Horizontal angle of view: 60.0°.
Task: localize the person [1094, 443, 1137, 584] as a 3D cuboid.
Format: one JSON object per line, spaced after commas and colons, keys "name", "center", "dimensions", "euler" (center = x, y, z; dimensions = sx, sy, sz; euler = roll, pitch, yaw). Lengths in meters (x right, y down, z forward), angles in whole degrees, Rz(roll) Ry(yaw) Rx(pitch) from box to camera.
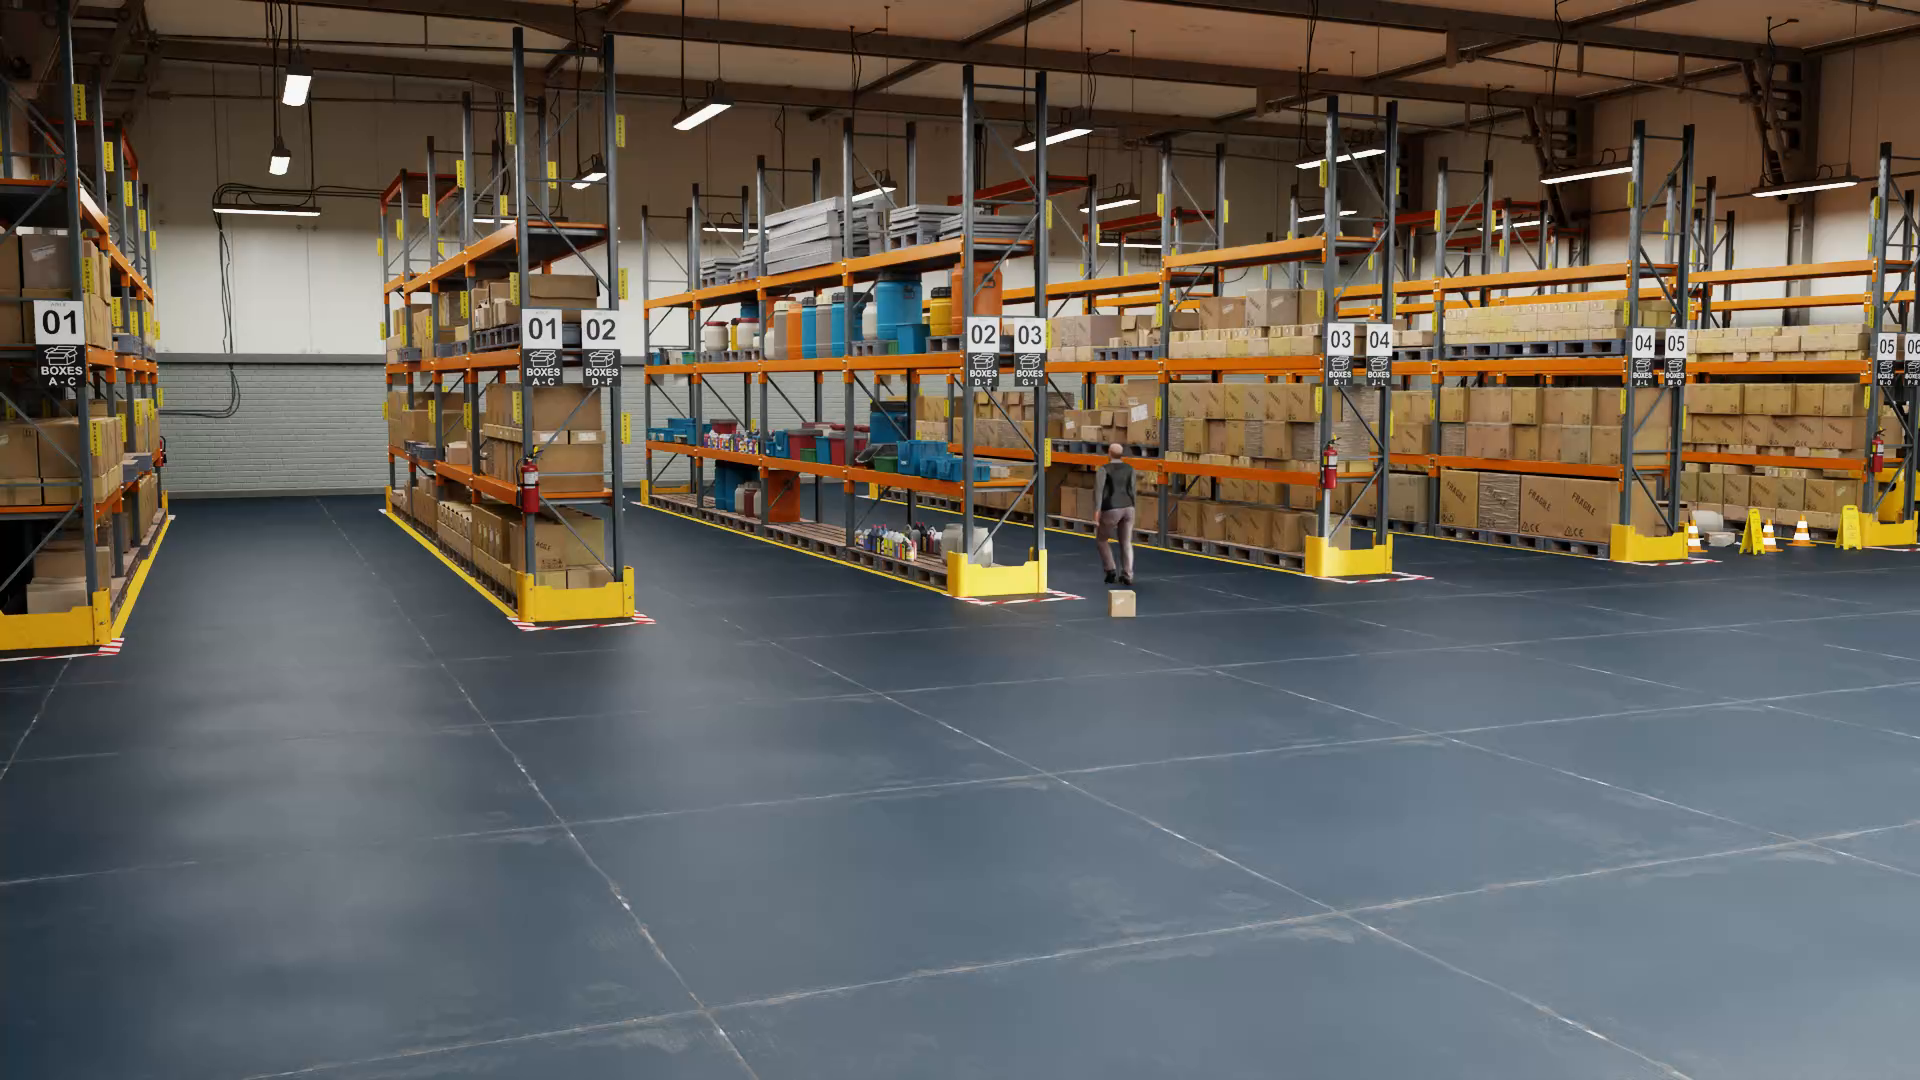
{"name": "person", "center": [1.892, -0.307, 20.281], "dimensions": [0.574, 1.740, 0.510], "euler": [-1, 6, -15]}
